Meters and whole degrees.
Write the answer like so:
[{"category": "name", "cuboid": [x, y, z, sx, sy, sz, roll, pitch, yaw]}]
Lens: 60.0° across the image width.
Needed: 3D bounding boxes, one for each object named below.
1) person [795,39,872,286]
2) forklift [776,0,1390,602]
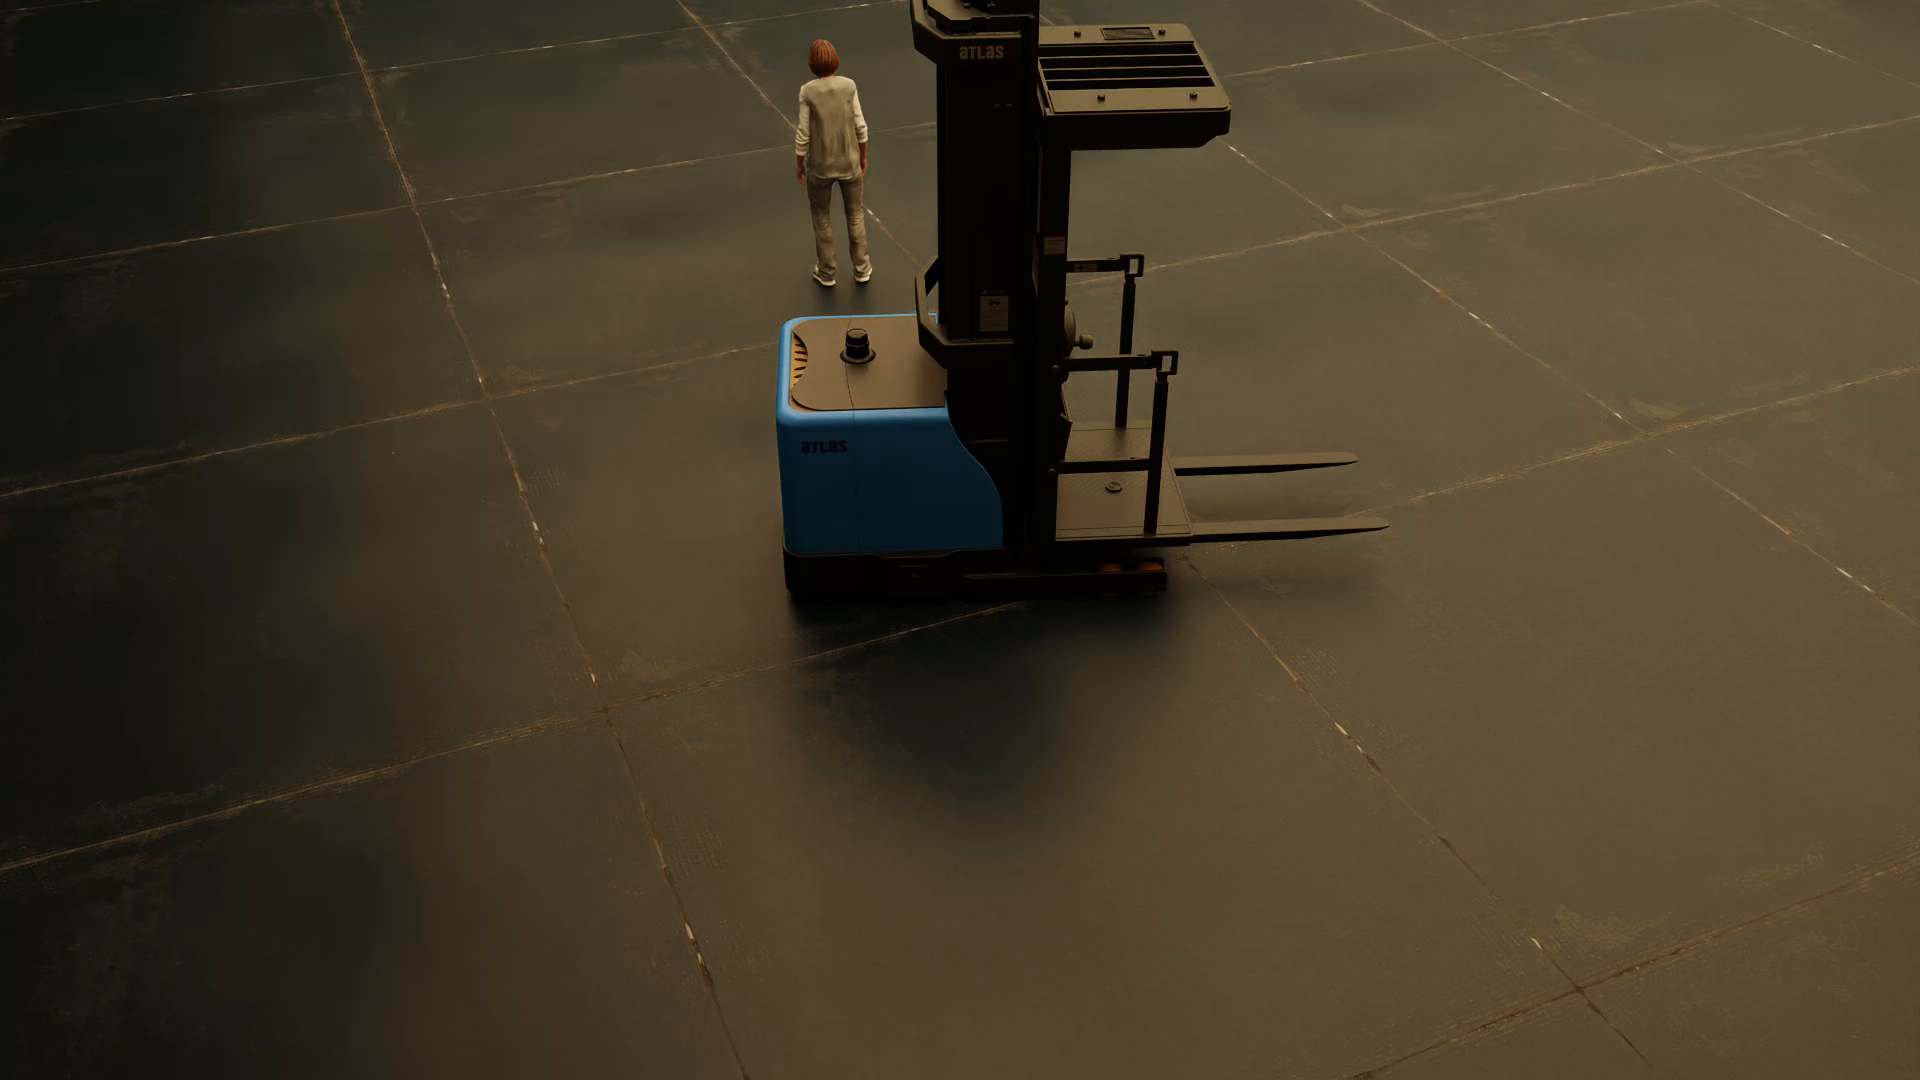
[{"category": "person", "cuboid": [-0.805, -2.380, 10.599, 0.485, 1.594, 0.340, -10, 37, -13]}, {"category": "forklift", "cuboid": [0.625, -1.218, 7.811, 3.031, 2.935, 1.130, -2, 35, -3]}]
